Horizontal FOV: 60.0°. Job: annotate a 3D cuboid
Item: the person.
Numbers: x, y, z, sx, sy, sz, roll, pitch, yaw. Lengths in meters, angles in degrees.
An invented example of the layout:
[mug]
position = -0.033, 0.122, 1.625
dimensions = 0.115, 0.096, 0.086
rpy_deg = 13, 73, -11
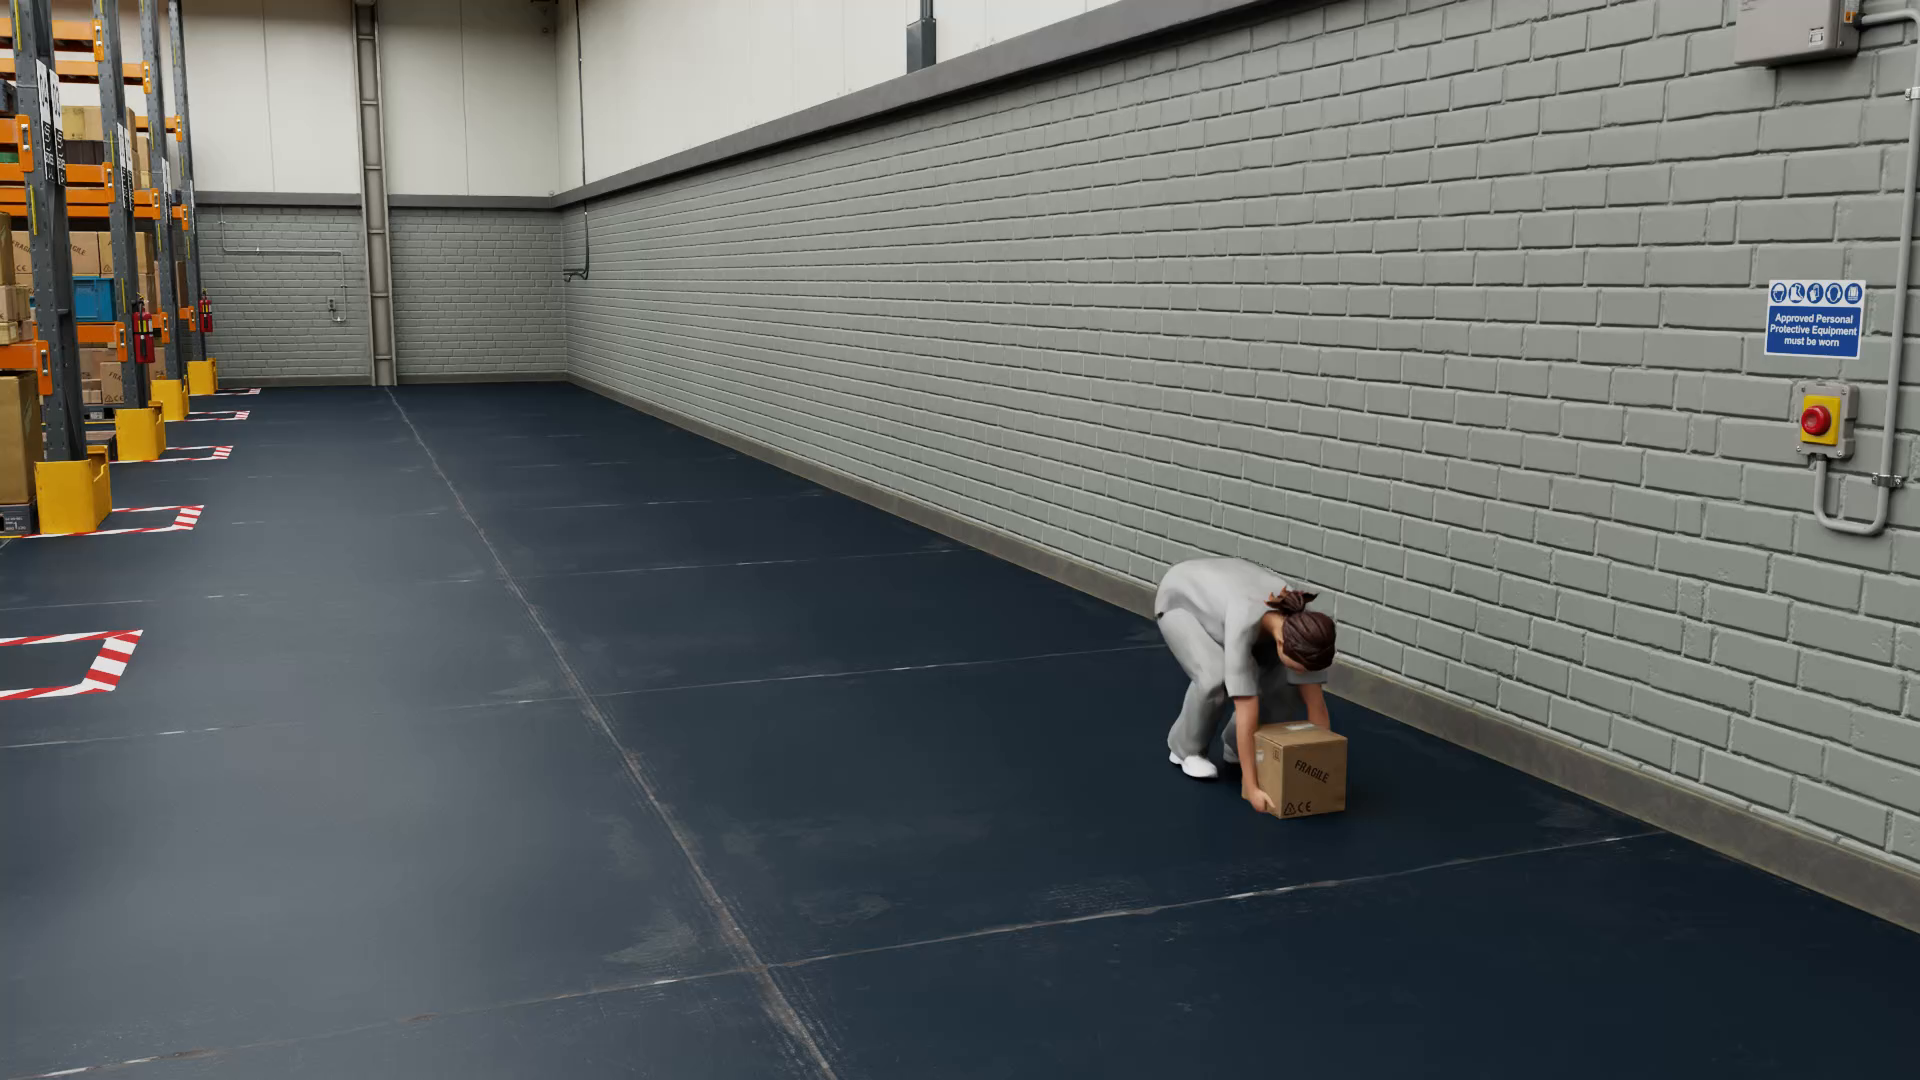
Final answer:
[person]
position = 1.003, 0.483, 5.815
dimensions = 0.456, 0.785, 0.866
rpy_deg = -4, 10, -23
